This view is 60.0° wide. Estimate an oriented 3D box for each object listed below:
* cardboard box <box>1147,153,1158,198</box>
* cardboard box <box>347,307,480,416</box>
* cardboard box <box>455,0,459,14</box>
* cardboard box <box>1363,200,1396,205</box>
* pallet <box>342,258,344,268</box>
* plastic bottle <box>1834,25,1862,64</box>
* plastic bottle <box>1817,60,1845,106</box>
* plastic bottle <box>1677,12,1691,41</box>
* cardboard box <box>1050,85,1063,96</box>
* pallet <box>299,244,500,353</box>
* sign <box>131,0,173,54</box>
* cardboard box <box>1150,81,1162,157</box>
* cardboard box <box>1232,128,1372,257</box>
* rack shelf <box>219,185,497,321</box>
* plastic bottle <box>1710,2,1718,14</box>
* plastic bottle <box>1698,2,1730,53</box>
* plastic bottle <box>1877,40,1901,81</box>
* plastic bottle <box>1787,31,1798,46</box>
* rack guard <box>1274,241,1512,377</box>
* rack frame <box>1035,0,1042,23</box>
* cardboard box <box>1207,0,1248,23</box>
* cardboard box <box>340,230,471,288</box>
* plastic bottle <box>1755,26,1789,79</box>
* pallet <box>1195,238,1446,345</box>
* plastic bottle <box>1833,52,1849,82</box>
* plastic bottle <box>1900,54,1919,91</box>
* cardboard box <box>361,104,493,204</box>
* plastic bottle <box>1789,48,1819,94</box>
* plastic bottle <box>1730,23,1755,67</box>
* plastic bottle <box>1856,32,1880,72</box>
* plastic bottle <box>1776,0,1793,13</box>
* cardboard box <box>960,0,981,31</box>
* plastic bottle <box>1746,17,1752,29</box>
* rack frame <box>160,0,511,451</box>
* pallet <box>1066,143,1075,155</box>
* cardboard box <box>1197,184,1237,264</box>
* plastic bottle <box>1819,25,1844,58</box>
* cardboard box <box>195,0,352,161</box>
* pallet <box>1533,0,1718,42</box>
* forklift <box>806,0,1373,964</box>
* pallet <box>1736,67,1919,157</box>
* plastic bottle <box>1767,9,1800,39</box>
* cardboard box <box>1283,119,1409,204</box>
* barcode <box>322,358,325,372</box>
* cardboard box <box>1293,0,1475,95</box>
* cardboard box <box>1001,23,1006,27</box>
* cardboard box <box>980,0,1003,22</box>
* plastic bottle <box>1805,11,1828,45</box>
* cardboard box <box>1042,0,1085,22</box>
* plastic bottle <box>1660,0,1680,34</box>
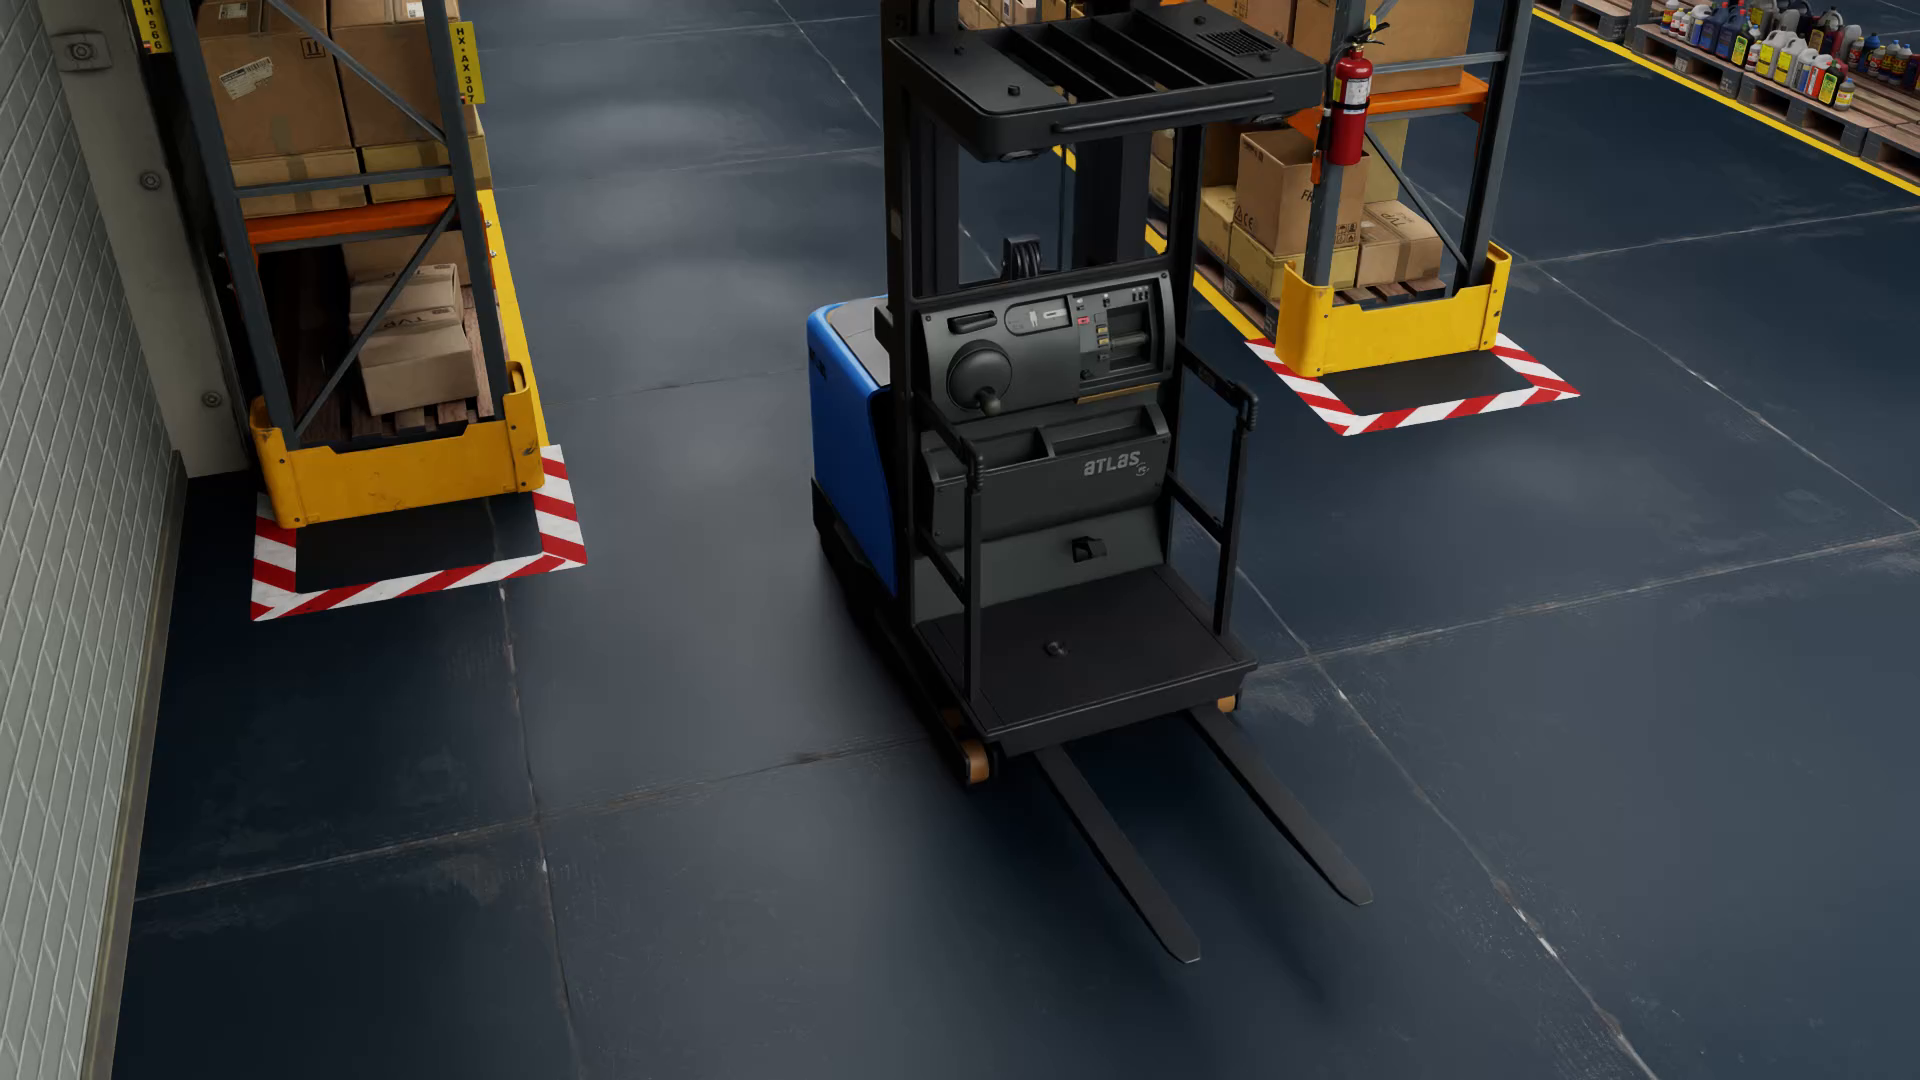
[{"bbox_3d":[1.323,-2.320,10.154,0.500,0.250,0.500,-10,35,-15],"label":"cardboard box"},{"bbox_3d":[-2.605,-0.880,7.901,0.500,0.311,0.500,-14,36,-20],"label":"cardboard box"},{"bbox_3d":[-2.480,-2.261,7.388,0.500,0.500,0.500,-10,35,-15],"label":"cardboard box"},{"bbox_3d":[2.129,-1.884,9.493,0.500,0.250,0.500,-10,35,-15],"label":"cardboard box"},{"bbox_3d":[-3.461,-2.030,10.131,1.003,0.211,1.213,-10,35,-15],"label":"pallet"},{"bbox_3d":[6.409,-3.607,12.060,0.152,0.276,0.135,-9,35,-14],"label":"plastic bottle"},{"bbox_3d":[5.925,-3.105,11.293,0.061,0.283,0.133,-9,35,-14],"label":"plastic bottle"},{"bbox_3d":[5.477,-3.874,12.532,0.097,0.201,0.097,0,33,0],"label":"plastic bottle"},{"bbox_3d":[0.870,-3.109,11.347,0.500,0.250,0.500,-10,35,-15],"label":"cardboard box"},{"bbox_3d":[-3.085,-1.388,9.160,1.003,0.211,1.213,-10,35,-15],"label":"pallet"},{"bbox_3d":[-3.014,-1.972,6.177,0.100,0.325,0.005,-10,35,-15],"label":"sign"},{"bbox_3d":[1.320,-2.633,9.946,0.500,0.500,0.500,-10,35,-15],"label":"cardboard box"},{"bbox_3d":[1.790,-1.847,8.758,0.500,0.500,0.500,-10,35,-15],"label":"cardboard box"},{"bbox_3d":[-3.089,-2.190,8.496,1.077,0.370,4.000,-10,35,-15],"label":"rack shelf"},{"bbox_3d":[5.641,-3.868,12.448,0.061,0.283,0.133,-10,35,-15],"label":"plastic bottle"},{"bbox_3d":[5.587,-3.791,12.270,0.144,0.351,0.185,-9,35,-13],"label":"plastic bottle"},{"bbox_3d":[6.564,-3.388,11.732,0.097,0.271,0.097,0,33,0],"label":"plastic bottle"},{"bbox_3d":[5.907,-3.476,11.860,0.152,0.276,0.135,-10,35,-15],"label":"plastic bottle"},{"bbox_3d":[2.245,-1.219,8.642,1.175,0.500,0.348,-10,35,-15],"label":"rack guard"},{"bbox_3d":[1.017,-4.375,11.150,1.000,3.000,0.127,-10,35,-15],"label":"rack frame"},{"bbox_3d":[1.796,-3.101,9.131,0.700,0.500,0.500,-10,35,-14],"label":"cardboard box"},{"bbox_3d":[-2.955,-1.652,8.897,0.700,0.500,0.500,-12,35,-18],"label":"cardboard box"},{"bbox_3d":[5.774,-3.469,11.782,0.144,0.351,0.185,-10,35,-15],"label":"plastic bottle"},{"bbox_3d":[1.964,-1.506,9.338,1.003,0.211,1.213,-10,35,-15],"label":"pallet"},{"bbox_3d":[6.028,-3.202,11.440,0.061,0.283,0.133,-10,35,-15],"label":"plastic bottle"},{"bbox_3d":[6.648,-3.282,11.562,0.061,0.283,0.133,-9,35,-14],"label":"plastic bottle"},{"bbox_3d":[-2.326,-1.695,7.213,0.500,0.250,0.500,-11,35,-16],"label":"cardboard box"},{"bbox_3d":[5.885,-3.253,11.524,0.152,0.276,0.135,-11,35,-16],"label":"plastic bottle"},{"bbox_3d":[5.655,-3.570,11.997,0.061,0.283,0.133,-9,34,-13],"label":"plastic bottle"},{"bbox_3d":[6.502,-3.494,11.893,0.097,0.271,0.097,0,33,0],"label":"plastic bottle"},{"bbox_3d":[6.206,-3.995,12.578,0.144,0.351,0.185,-11,35,-16],"label":"plastic bottle"},{"bbox_3d":[0.305,-4.106,12.857,0.500,0.250,0.500,-9,35,-14],"label":"cardboard box"},{"bbox_3d":[5.746,-3.702,12.207,0.097,0.271,0.097,0,33,0],"label":"plastic bottle"},{"bbox_3d":[-2.479,-1.440,6.708,1.000,3.000,0.127,-10,35,-15],"label":"rack frame"},{"bbox_3d":[1.220,-2.787,11.276,1.003,0.211,1.213,-10,35,-15],"label":"pallet"},{"bbox_3d":[1.628,-1.795,9.359,0.500,0.250,0.500,-10,35,-15],"label":"cardboard box"},{"bbox_3d":[6.308,-3.592,12.030,0.061,0.283,0.133,-10,35,-15],"label":"plastic bottle"},{"bbox_3d":[-2.825,-1.910,6.858,0.500,0.500,0.500,-10,35,-15],"label":"cardboard box"},{"bbox_3d":[5.459,-4.448,13.791,1.003,0.211,1.213,-10,35,-15],"label":"pallet"},{"bbox_3d":[0.395,-0.619,5.528,1.130,2.935,3.031,-13,36,-19],"label":"forklift"},{"bbox_3d":[6.276,-3.041,11.661,1.003,0.211,1.213,-10,35,-15],"label":"pallet"},{"bbox_3d":[6.132,-3.825,12.389,0.152,0.276,0.135,-10,35,-15],"label":"plastic bottle"},{"bbox_3d":[2.131,-2.197,9.287,0.500,0.500,0.500,-10,35,-15],"label":"cardboard box"},{"bbox_3d":[-2.991,-0.826,7.811,0.001,0.075,0.075,-10,35,-15],"label":"barcode"},{"bbox_3d":[2.107,-2.564,8.319,0.700,0.500,0.500,-10,35,-15],"label":"cardboard box"},{"bbox_3d":[0.615,-3.572,12.048,0.500,0.250,0.500,-10,35,-15],"label":"cardboard box"},{"bbox_3d":[0.456,-4.074,12.298,0.500,0.311,0.500,-9,35,-13],"label":"cardboard box"},{"bbox_3d":[6.354,-3.787,12.326,0.061,0.283,0.133,-8,34,-12],"label":"plastic bottle"},{"bbox_3d":[0.860,-3.420,11.138,0.500,0.500,0.500,-10,35,-15],"label":"cardboard box"},{"bbox_3d":[5.415,-4.010,12.674,0.097,0.271,0.097,0,33,0],"label":"plastic bottle"}]
